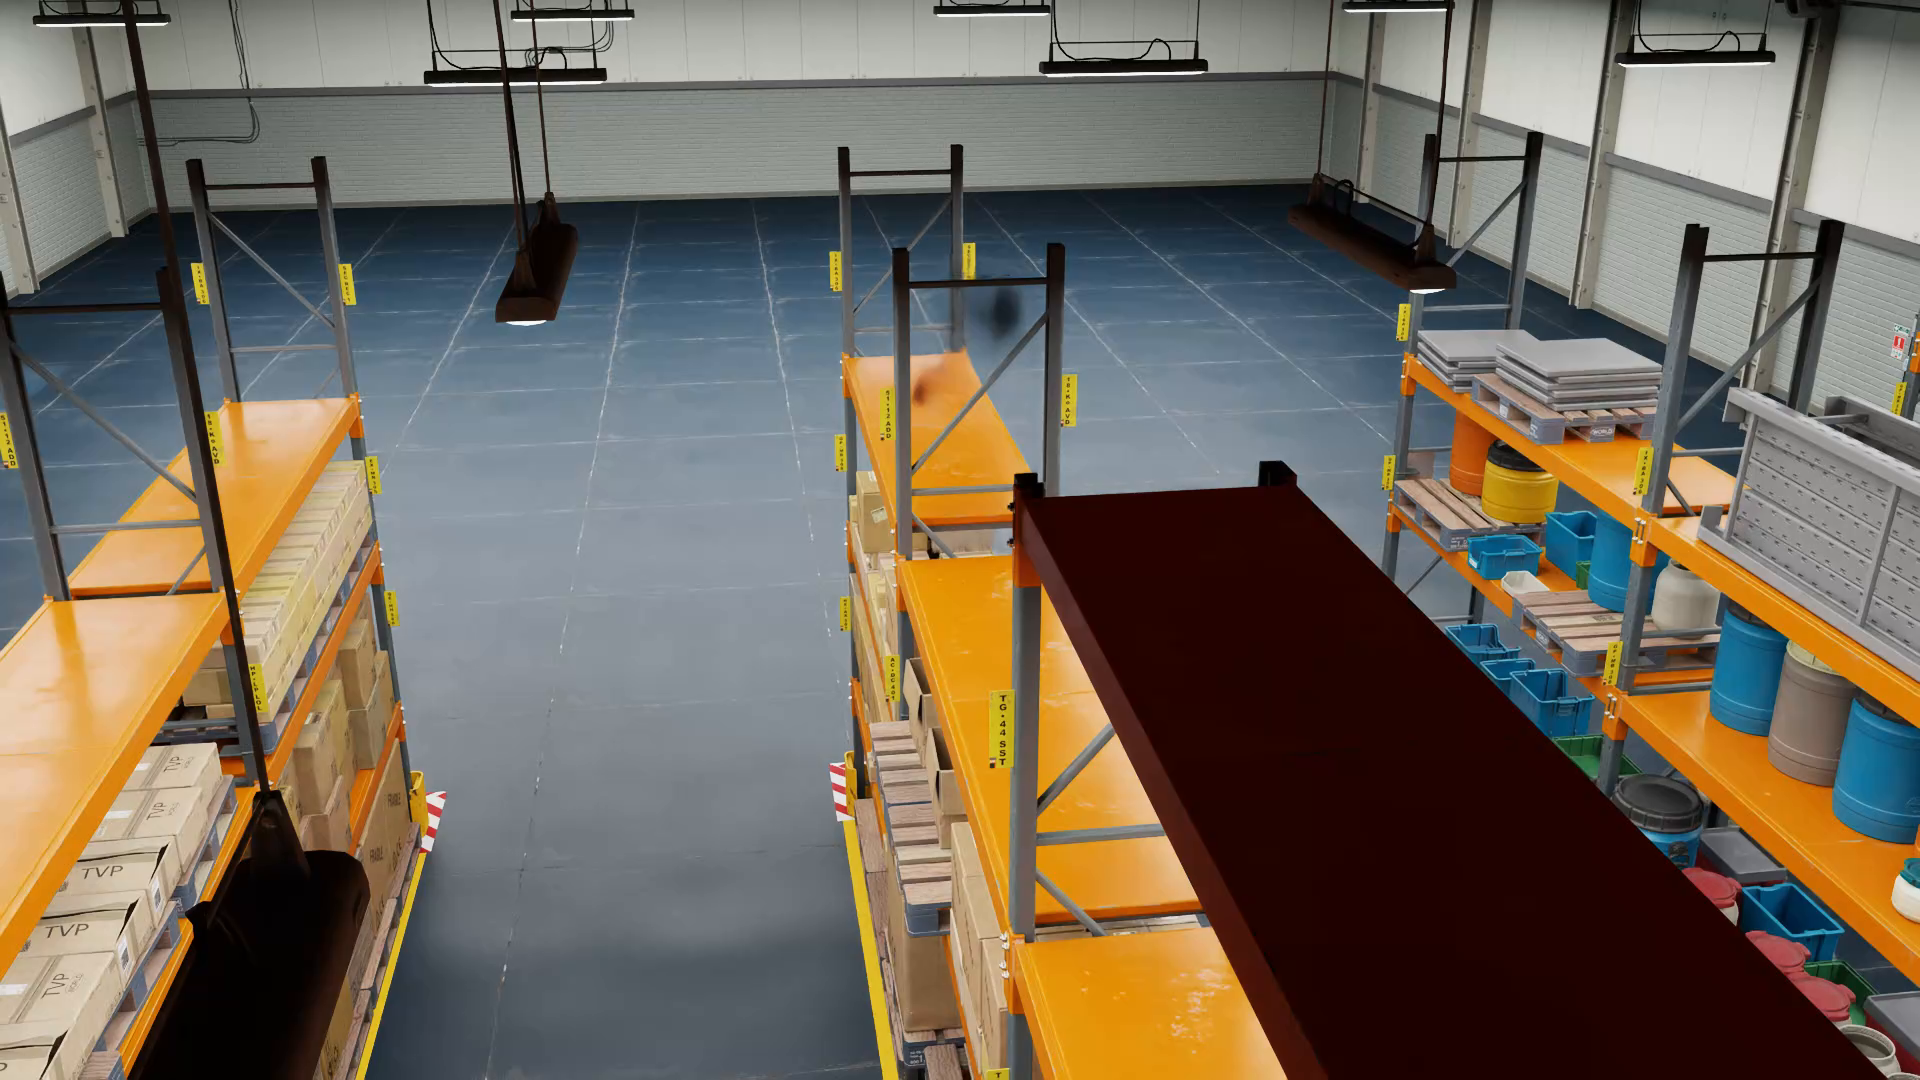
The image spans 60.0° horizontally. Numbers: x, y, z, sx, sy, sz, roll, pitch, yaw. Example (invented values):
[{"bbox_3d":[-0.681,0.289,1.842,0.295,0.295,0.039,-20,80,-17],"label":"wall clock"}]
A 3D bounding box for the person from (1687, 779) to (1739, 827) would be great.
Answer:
[{"bbox_3d":[6.384,2.112,14.056,0.615,1.649,0.832,2,22,4],"label":"person"}]
